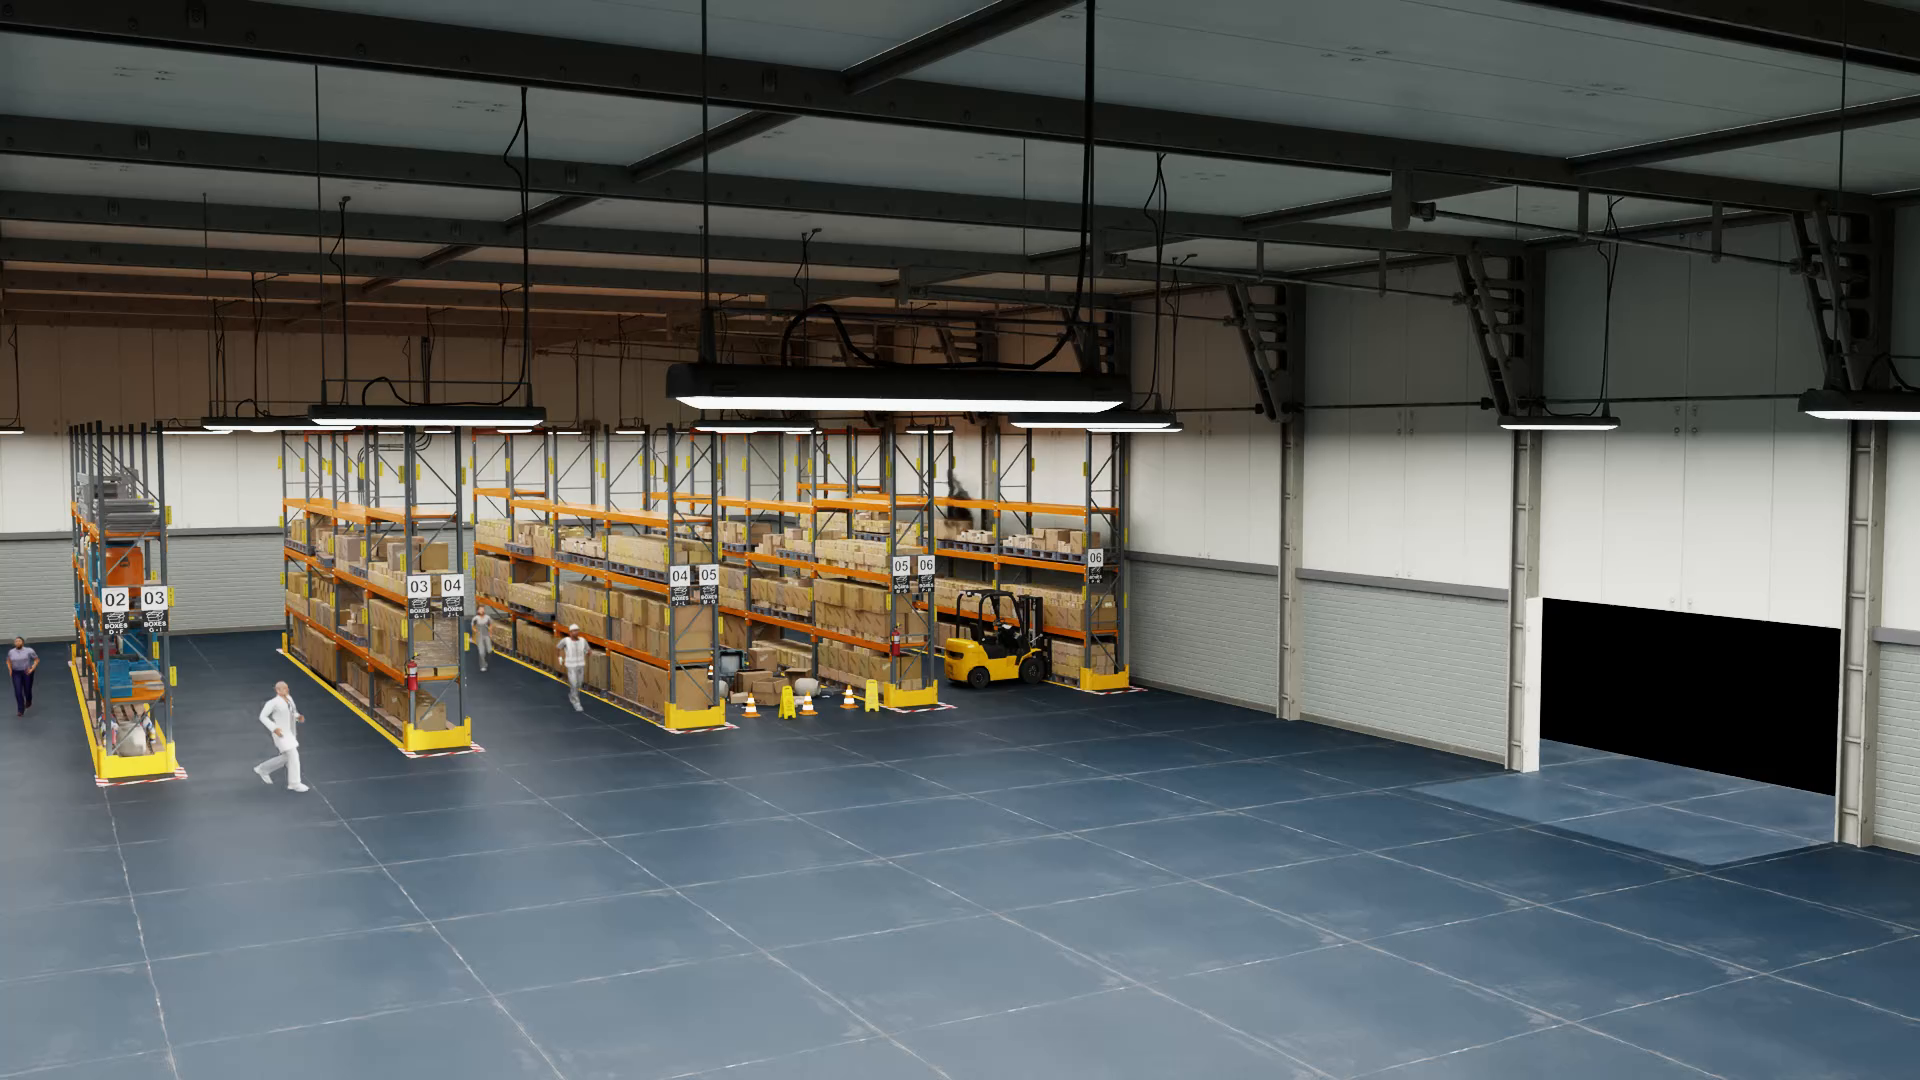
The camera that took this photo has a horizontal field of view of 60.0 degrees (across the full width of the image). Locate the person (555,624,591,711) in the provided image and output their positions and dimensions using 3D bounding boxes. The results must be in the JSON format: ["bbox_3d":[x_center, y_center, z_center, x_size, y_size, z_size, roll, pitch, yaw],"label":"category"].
[{"bbox_3d":[-8.075,2.647,34.889,0.687,1.767,1.001,-2,4,-35],"label":"person"}]

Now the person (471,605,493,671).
[{"bbox_3d":[-11.635,2.395,40.567,0.539,1.626,0.541,-2,4,-28],"label":"person"}]

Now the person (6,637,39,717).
[{"bbox_3d":[-19.294,2.798,34.244,0.604,1.624,0.725,-1,4,-19],"label":"person"}]

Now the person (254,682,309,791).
[{"bbox_3d":[-11.002,3.177,26.968,0.923,1.783,0.699,0,4,6],"label":"person"}]
